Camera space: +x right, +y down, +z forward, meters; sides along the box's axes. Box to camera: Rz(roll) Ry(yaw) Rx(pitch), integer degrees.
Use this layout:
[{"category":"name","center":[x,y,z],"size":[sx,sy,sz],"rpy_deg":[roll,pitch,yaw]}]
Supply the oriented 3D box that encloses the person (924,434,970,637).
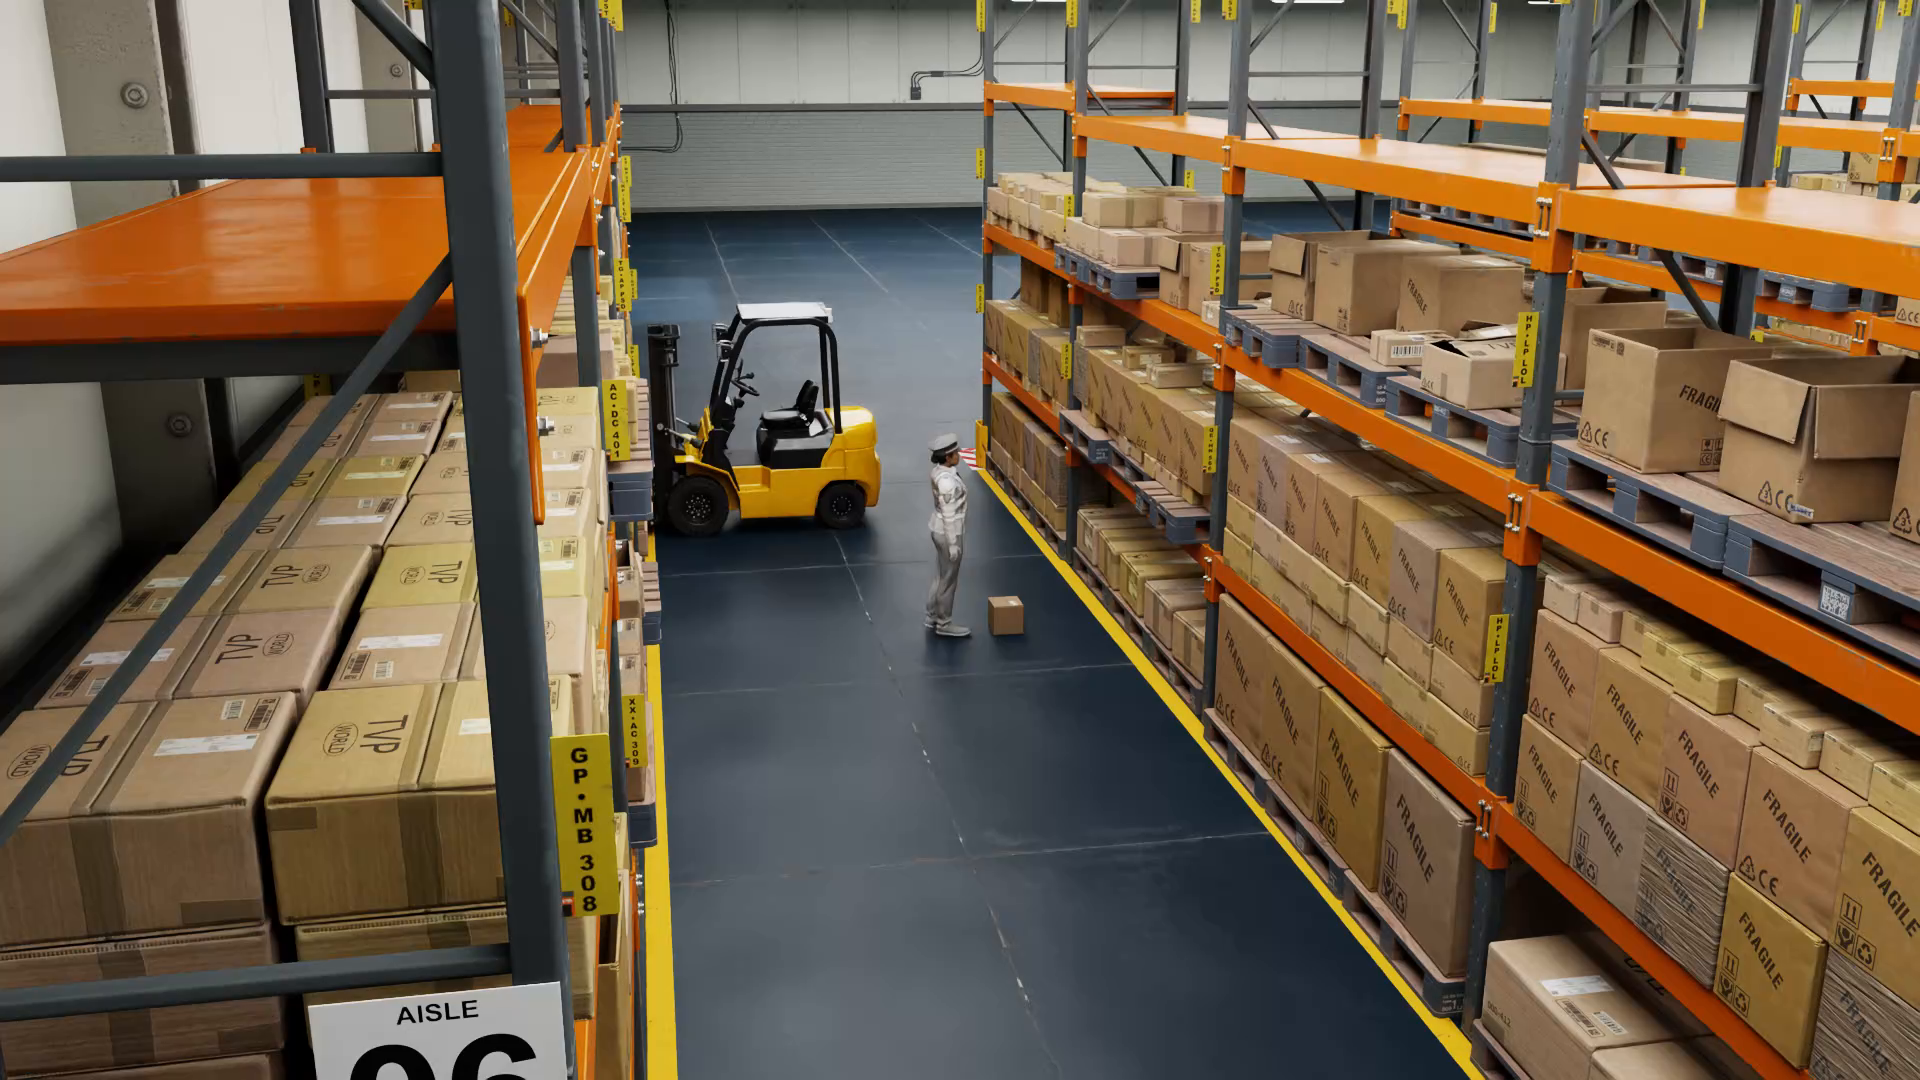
[{"category":"person","center":[-0.112,-0.032,13.613],"size":[0.369,1.713,0.485],"rpy_deg":[-3,17,-9]}]
